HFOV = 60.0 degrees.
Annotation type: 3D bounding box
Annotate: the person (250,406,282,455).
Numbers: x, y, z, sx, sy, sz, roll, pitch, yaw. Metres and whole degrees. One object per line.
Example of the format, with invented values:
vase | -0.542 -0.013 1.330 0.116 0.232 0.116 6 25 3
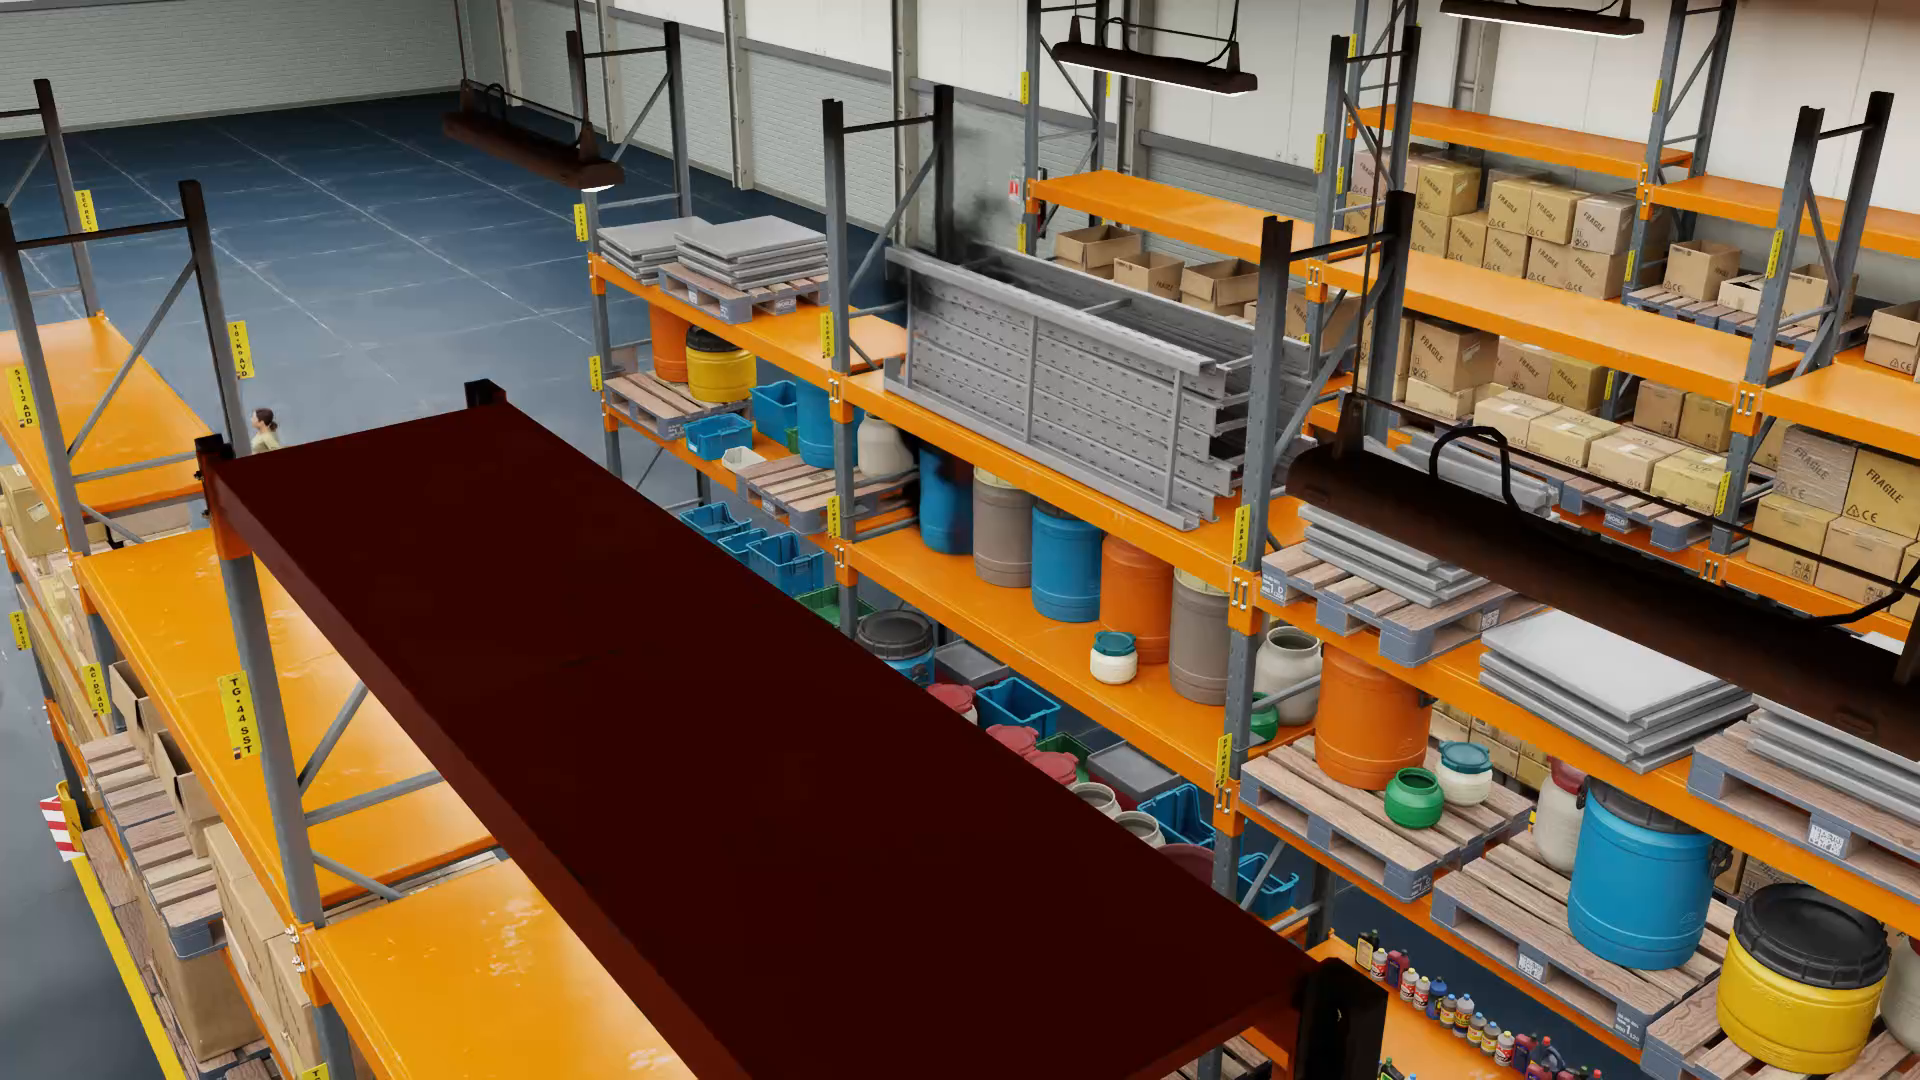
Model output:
person | -7.670 -0.711 18.579 0.776 1.637 0.579 -8 26 -16
